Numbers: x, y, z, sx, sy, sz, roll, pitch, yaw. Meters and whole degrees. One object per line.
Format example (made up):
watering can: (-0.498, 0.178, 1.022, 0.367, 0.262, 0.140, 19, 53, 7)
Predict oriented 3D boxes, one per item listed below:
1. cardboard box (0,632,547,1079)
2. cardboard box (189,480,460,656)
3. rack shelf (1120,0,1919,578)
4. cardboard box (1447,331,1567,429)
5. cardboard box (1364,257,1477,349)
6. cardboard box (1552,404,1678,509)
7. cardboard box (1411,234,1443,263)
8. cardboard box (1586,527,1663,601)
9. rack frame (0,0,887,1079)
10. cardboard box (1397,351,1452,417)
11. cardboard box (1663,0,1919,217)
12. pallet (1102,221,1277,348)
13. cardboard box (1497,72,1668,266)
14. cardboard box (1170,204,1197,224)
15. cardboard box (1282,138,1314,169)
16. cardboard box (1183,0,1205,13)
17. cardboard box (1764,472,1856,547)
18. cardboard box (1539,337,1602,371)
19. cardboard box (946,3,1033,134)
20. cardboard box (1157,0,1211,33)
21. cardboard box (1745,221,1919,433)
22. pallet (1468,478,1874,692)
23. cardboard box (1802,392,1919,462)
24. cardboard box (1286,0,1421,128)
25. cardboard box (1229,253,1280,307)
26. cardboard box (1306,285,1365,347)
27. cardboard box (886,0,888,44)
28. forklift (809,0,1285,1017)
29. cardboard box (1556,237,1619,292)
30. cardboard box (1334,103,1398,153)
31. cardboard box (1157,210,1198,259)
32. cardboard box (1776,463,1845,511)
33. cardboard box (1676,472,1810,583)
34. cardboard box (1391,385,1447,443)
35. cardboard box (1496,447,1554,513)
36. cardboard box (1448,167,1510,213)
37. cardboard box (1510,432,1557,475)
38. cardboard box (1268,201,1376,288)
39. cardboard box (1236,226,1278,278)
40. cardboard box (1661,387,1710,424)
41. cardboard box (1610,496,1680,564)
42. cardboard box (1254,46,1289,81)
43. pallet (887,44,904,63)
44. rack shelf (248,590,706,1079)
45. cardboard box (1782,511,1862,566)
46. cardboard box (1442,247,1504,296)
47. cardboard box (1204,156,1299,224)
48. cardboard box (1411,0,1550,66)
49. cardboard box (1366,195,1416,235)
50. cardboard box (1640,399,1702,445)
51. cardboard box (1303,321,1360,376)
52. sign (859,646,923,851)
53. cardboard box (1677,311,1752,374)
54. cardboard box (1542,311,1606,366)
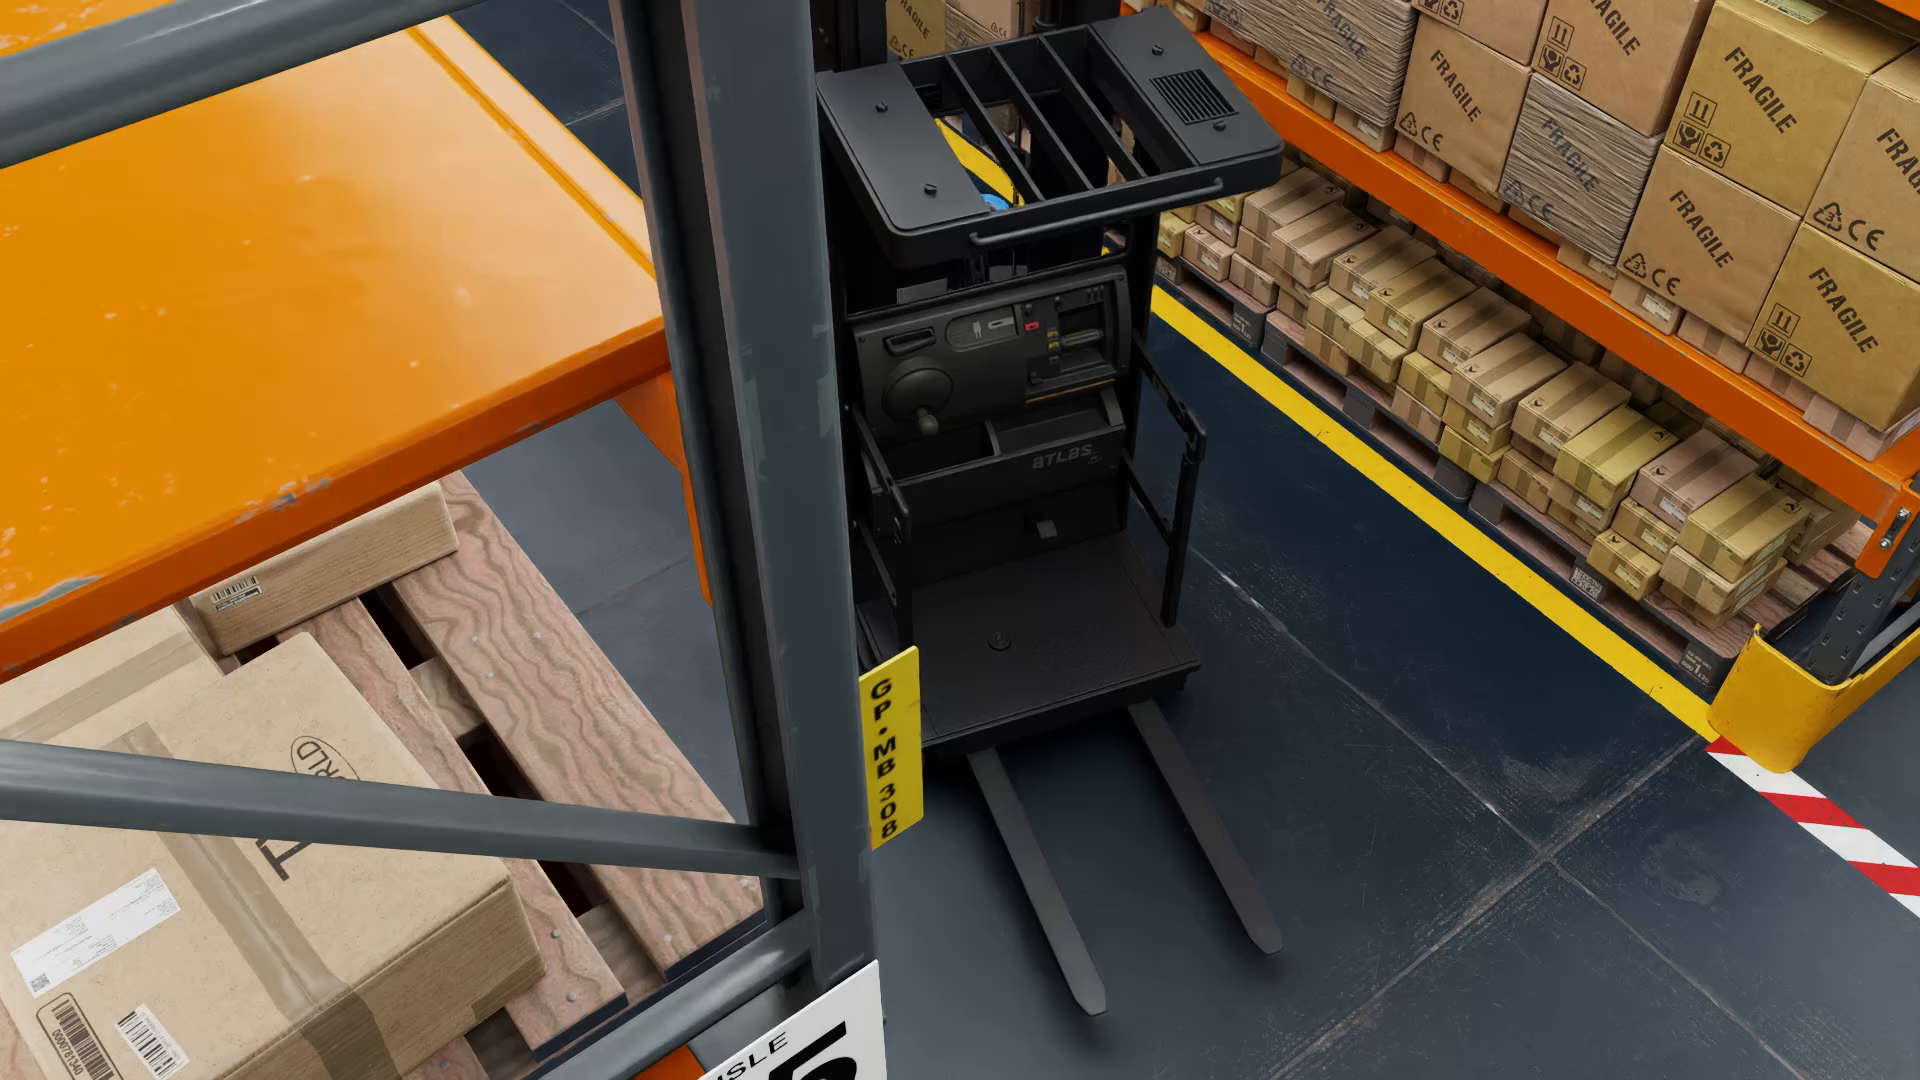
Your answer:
cardboard box: (-0.874, 0.458, 2.034, 0.500, 0.250, 0.500, -34, 56, -27)
cardboard box: (-1.006, -0.027, 2.543, 0.380, 0.149, 0.250, -28, 53, -23)
rack shelf: (2.138, -1.403, 6.481, 1.077, 0.370, 4.000, -29, 54, -24)
cardboard box: (2.149, -0.631, 6.536, 0.380, 0.149, 0.250, -28, 53, -23)
cardboard box: (1.896, -0.978, 6.850, 0.380, 0.149, 0.250, -29, 54, -24)
cardboard box: (2.462, -0.317, 6.250, 0.380, 0.149, 0.250, -31, 55, -25)
cardboard box: (2.110, -1.259, 7.306, 0.380, 0.149, 0.250, -32, 55, -26)
cardboard box: (2.627, 0.028, 6.339, 0.380, 0.149, 0.250, -28, 54, -23)
rack frame: (-0.530, -0.200, 0.856, 1.000, 3.000, 0.127, -29, 54, -24)
cardboard box: (2.022, -0.696, 6.796, 0.380, 0.149, 0.250, -27, 53, -22)
cardboard box: (2.567, -1.391, 5.042, 0.500, 0.500, 0.500, -31, 55, -25)
pallet: (1.361, -1.507, 7.972, 1.003, 0.211, 1.213, -29, 54, -24)
cardboard box: (2.249, -1.349, 5.679, 0.500, 0.500, 0.500, -29, 54, -24)
cardboard box: (1.116, -1.641, 7.652, 0.380, 0.149, 0.250, -29, 54, -24)
cardboard box: (1.692, -1.837, 7.629, 0.380, 0.149, 0.250, -30, 54, -24)
cardboard box: (1.026, -2.552, 6.770, 0.500, 0.500, 0.500, -30, 55, -25)
cardboard box: (3.236, -0.173, 6.321, 0.380, 0.149, 0.250, -27, 53, -23)
cardboard box: (2.591, -0.778, 6.869, 0.380, 0.149, 0.250, -32, 55, -26)
cardboard box: (0.278, -2.448, 8.348, 0.500, 0.500, 0.500, -30, 55, -25)
cardboard box: (1.053, -2.306, 6.985, 0.380, 0.149, 0.250, -28, 54, -23)
cardboard box: (2.872, -0.748, 5.134, 0.500, 0.500, 0.500, -28, 54, -23)
pallet: (2.839, -0.068, 6.668, 1.003, 0.211, 1.213, -29, 54, -24)
cardboard box: (2.926, -0.446, 5.298, 0.380, 0.149, 0.250, -29, 54, -24)
cardboard box: (1.608, -1.950, 6.224, 0.500, 0.500, 0.500, -31, 55, -25)
cardboard box: (1.438, -1.241, 7.490, 0.380, 0.149, 0.250, -30, 55, -25)
cardboard box: (1.704, -1.003, 7.073, 0.380, 0.149, 0.250, -30, 54, -24)
cardboard box: (-0.340, -3.056, 8.898, 0.500, 0.500, 0.500, -31, 55, -25)
forklift: (0.192, -0.505, 5.228, 1.130, 2.935, 3.031, -15, 50, -13)
cardboard box: (2.332, -1.059, 5.854, 0.380, 0.149, 0.250, -32, 55, -25)
cardboard box: (1.674, -1.671, 6.408, 0.380, 0.149, 0.250, -27, 53, -22)
cardboard box: (1.052, -1.491, 7.717, 0.380, 0.149, 0.250, -28, 54, -23)
cardboard box: (3.302, -0.310, 6.244, 0.380, 0.149, 0.250, -32, 55, -26)
cardboard box: (2.826, -0.047, 6.006, 0.380, 0.149, 0.250, -29, 54, -24)
cardboard box: (2.022, -0.598, 6.907, 0.380, 0.149, 0.250, -28, 54, -23)
cardboard box: (2.376, -0.306, 6.642, 0.380, 0.149, 0.250, -29, 54, -24)
cardboard box: (2.043, -1.394, 6.158, 0.380, 0.149, 0.250, -29, 54, -23)
cardboard box: (2.405, -0.442, 6.565, 0.380, 0.149, 0.250, -30, 54, -24)
cardboard box: (1.547, -1.265, 7.110, 0.380, 0.149, 0.250, -28, 54, -23)
cardboard box: (1.453, -1.353, 7.391, 0.380, 0.149, 0.250, -32, 55, -26)
cardboard box: (2.988, -0.624, 6.529, 0.380, 0.149, 0.250, -30, 54, -24)
cardboard box: (2.686, -0.110, 6.264, 0.380, 0.149, 0.250, -31, 55, -25)
cardboard box: (1.416, -2.010, 6.716, 0.380, 0.149, 0.250, -32, 55, -25)
pallet: (-0.289, -3.065, 9.385, 1.003, 0.211, 1.213, -29, 54, -24)
rack shelf: (-1.741, -0.130, 3.303, 1.077, 0.370, 4.000, -29, 54, -24)
cardboard box: (3.286, -0.101, 6.457, 0.380, 0.149, 0.250, -28, 54, -23)
cardboard box: (2.261, -1.182, 7.035, 0.380, 0.149, 0.250, -29, 54, -24)
cardboard box: (1.282, -1.595, 7.409, 0.380, 0.149, 0.250, -30, 54, -24)
cardboard box: (1.922, -2.004, 5.598, 0.500, 0.500, 0.500, -31, 55, -25)
cardboard box: (2.024, -1.531, 7.352, 0.380, 0.149, 0.250, -32, 55, -26)
cardboard box: (2.896, -0.464, 6.585, 0.380, 0.149, 0.250, -29, 54, -24)
cardboard box: (1.709, -0.901, 7.182, 0.380, 0.149, 0.250, -31, 55, -25)
sign: (-0.085, 0.242, 1.837, 0.100, 0.325, 0.005, -29, 54, -24)
cardboard box: (2.642, -0.751, 5.574, 0.380, 0.149, 0.250, -30, 54, -24)
cardboard box: (2.612, -0.901, 6.780, 0.380, 0.149, 0.250, -27, 53, -23)
